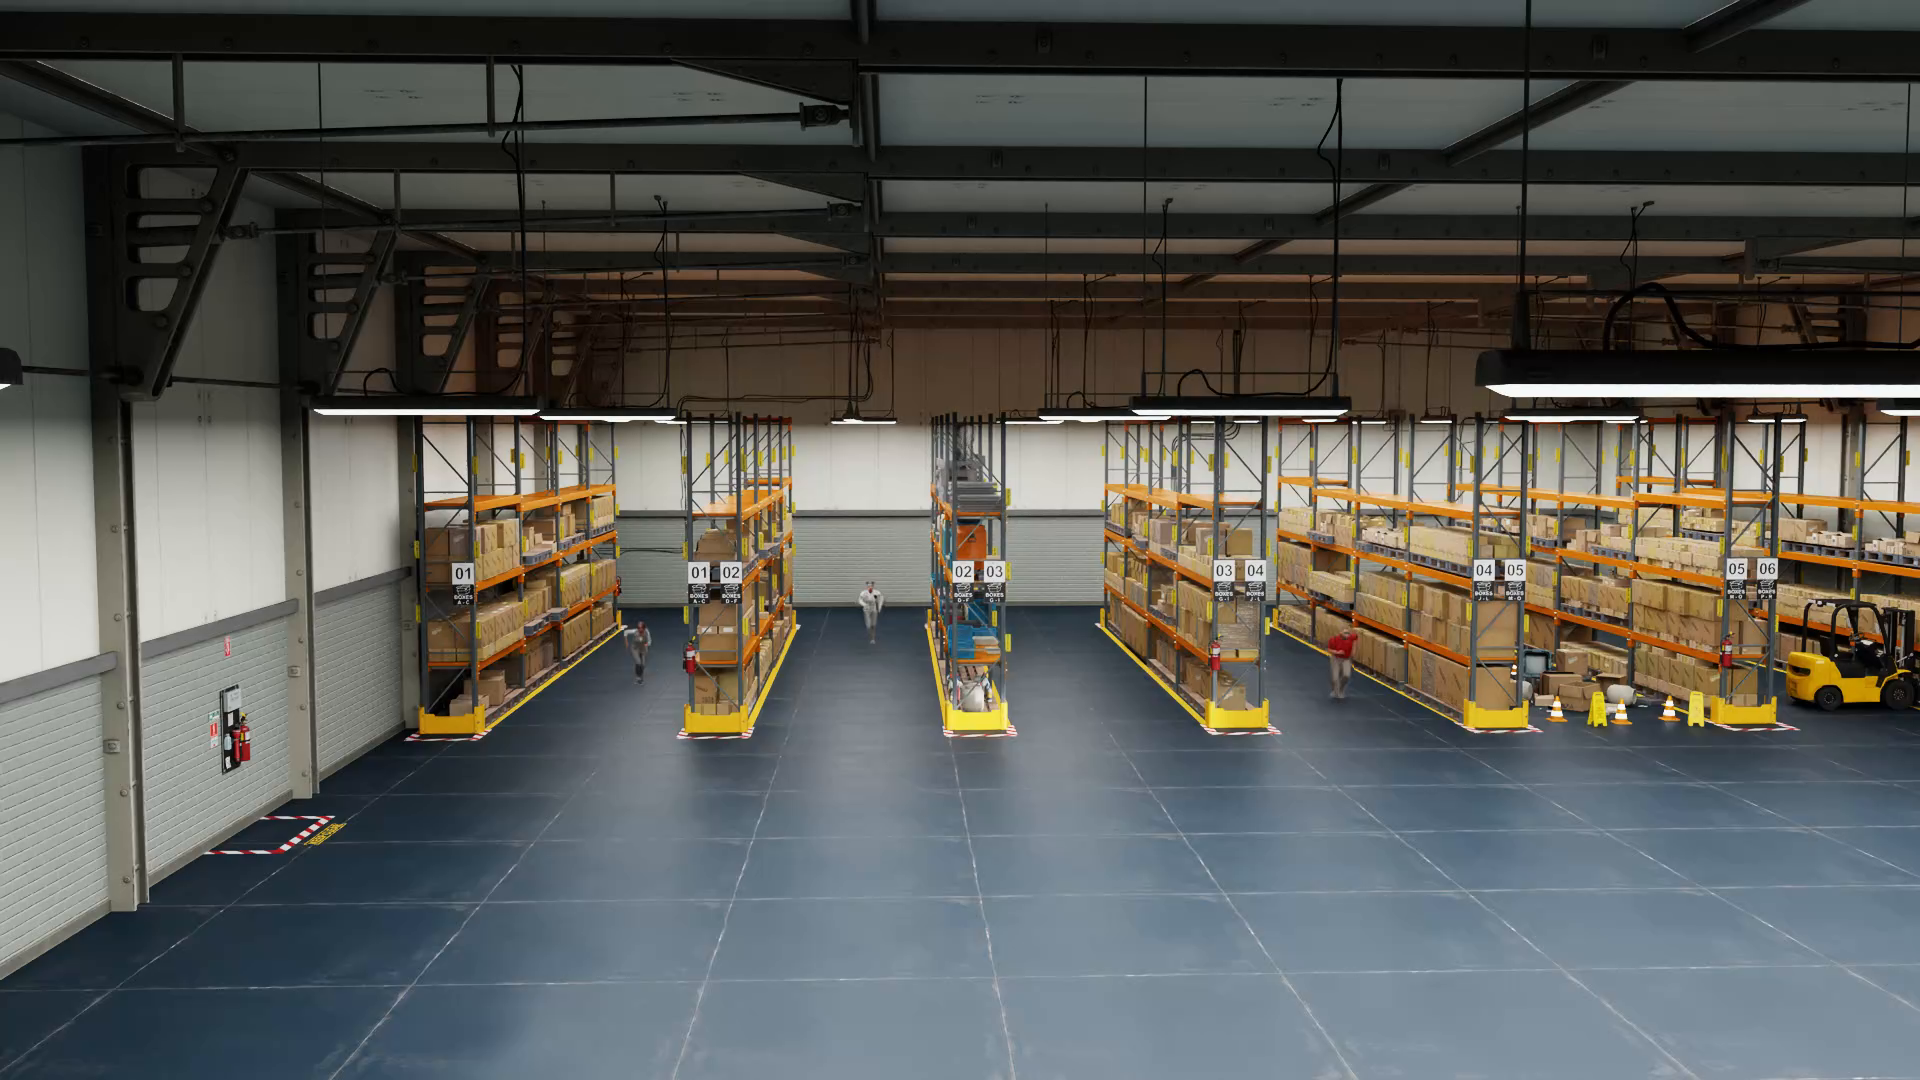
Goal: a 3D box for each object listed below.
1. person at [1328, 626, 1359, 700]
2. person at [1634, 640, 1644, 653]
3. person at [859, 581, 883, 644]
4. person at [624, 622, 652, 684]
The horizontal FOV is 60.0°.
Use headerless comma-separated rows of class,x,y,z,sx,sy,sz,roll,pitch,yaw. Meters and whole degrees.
person,8.021,2.573,34.856,0.701,1.597,0.978,0,4,-2
person,16.608,2.118,40.480,0.672,1.790,0.814,-1,4,-9
person,-2.233,1.809,41.760,0.604,1.604,0.653,0,4,-1
person,-7.113,2.493,36.716,0.568,1.435,0.867,-1,4,-20
